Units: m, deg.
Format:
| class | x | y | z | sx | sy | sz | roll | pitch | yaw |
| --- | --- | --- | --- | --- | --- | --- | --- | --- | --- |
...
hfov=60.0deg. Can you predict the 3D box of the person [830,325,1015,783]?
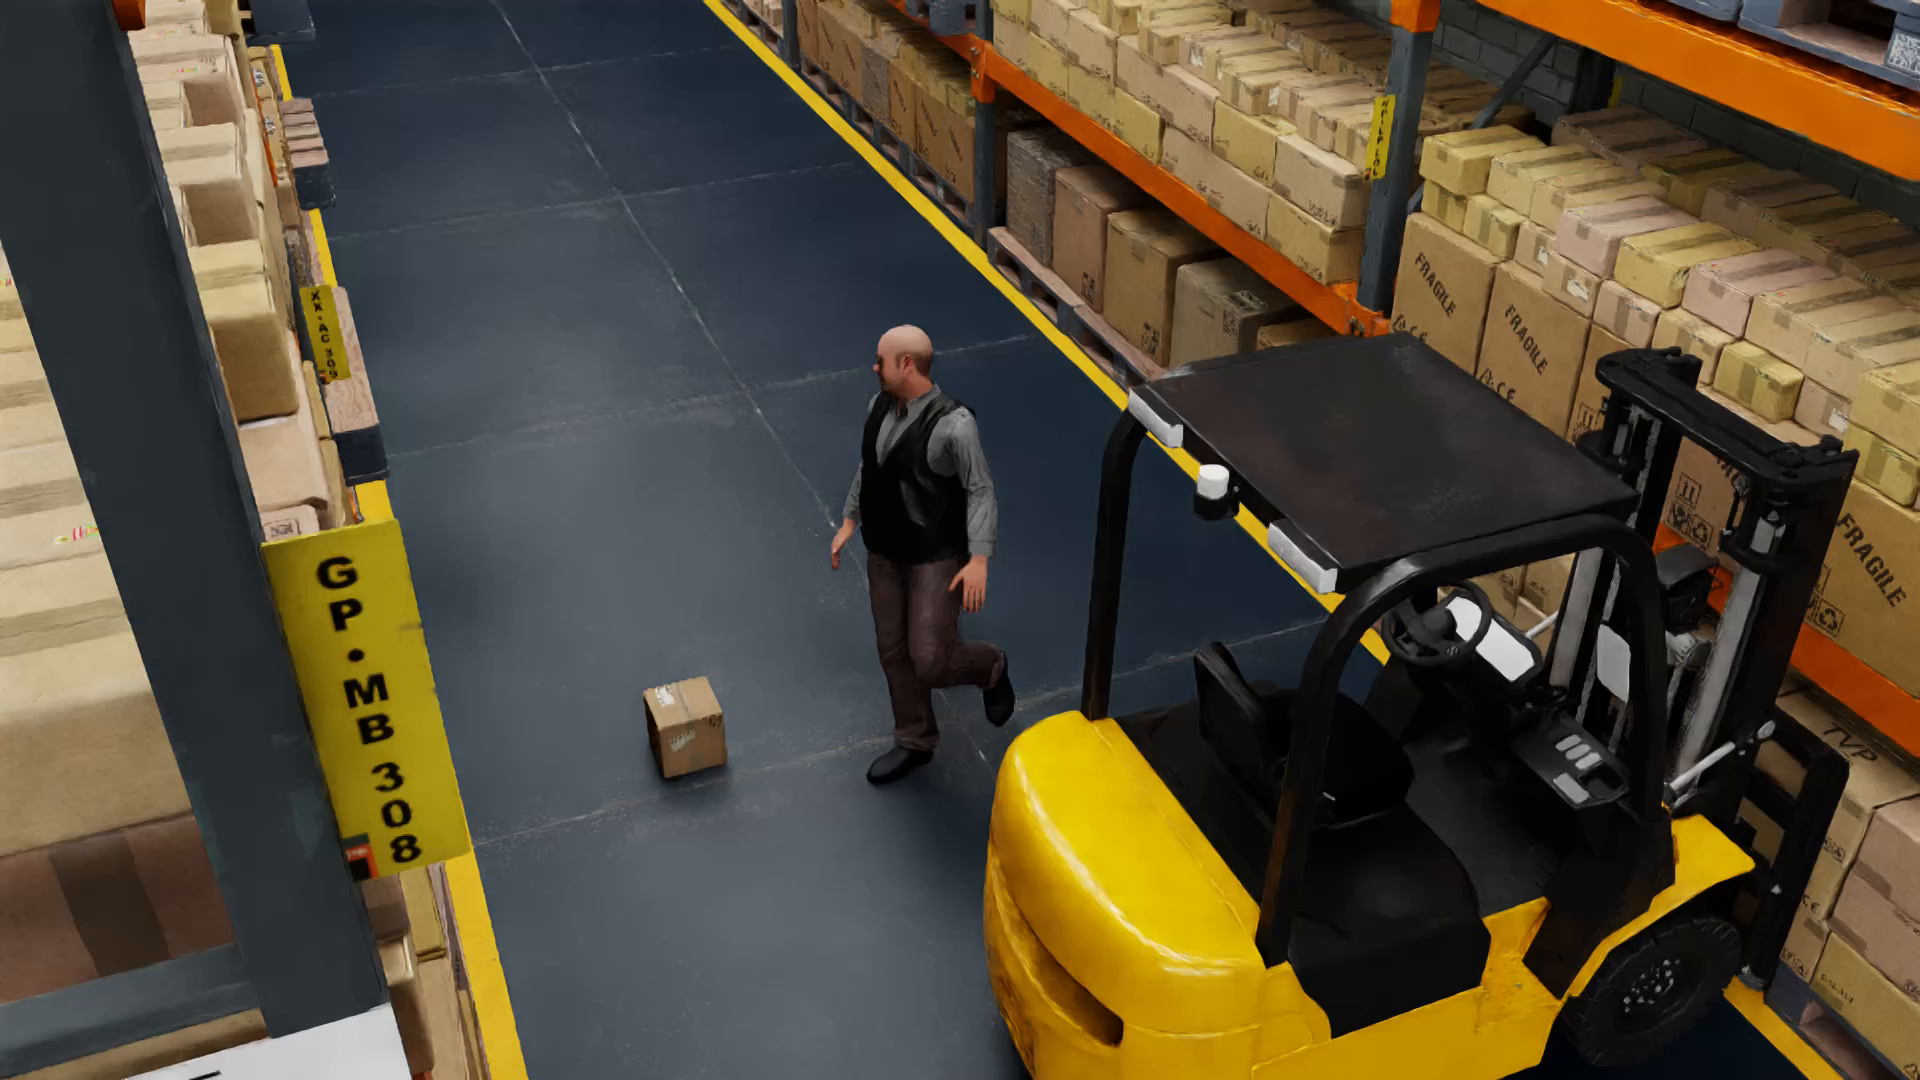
| class | x | y | z | sx | sy | sz | roll | pitch | yaw |
| --- | --- | --- | --- | --- | --- | --- | --- | --- | --- |
| person | -0.161 | 0.070 | 6.099 | 0.745 | 1.671 | 0.672 | 28 | 42 | 36 |
